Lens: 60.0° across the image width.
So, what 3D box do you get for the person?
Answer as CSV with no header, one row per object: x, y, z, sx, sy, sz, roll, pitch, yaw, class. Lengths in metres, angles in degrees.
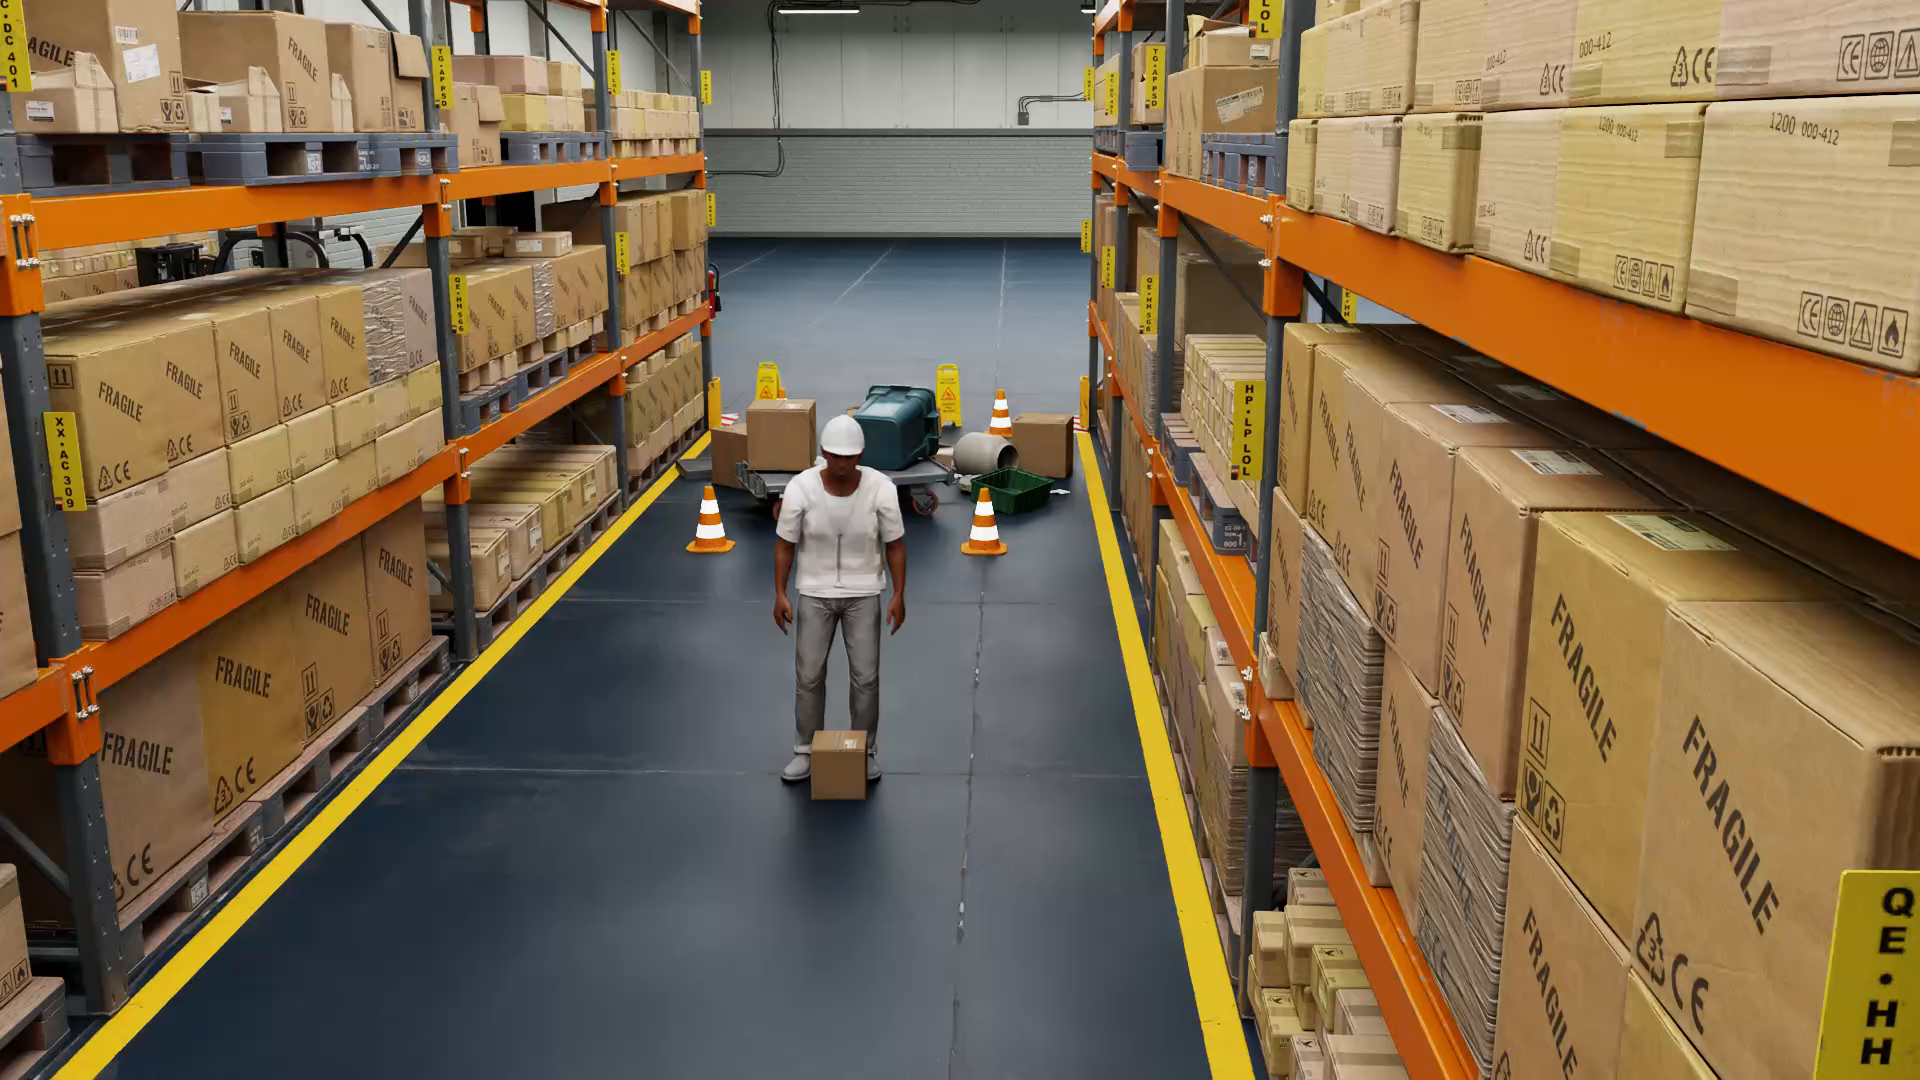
-0.563,0.272,7.857,0.632,1.759,0.462,0,14,-2,person
